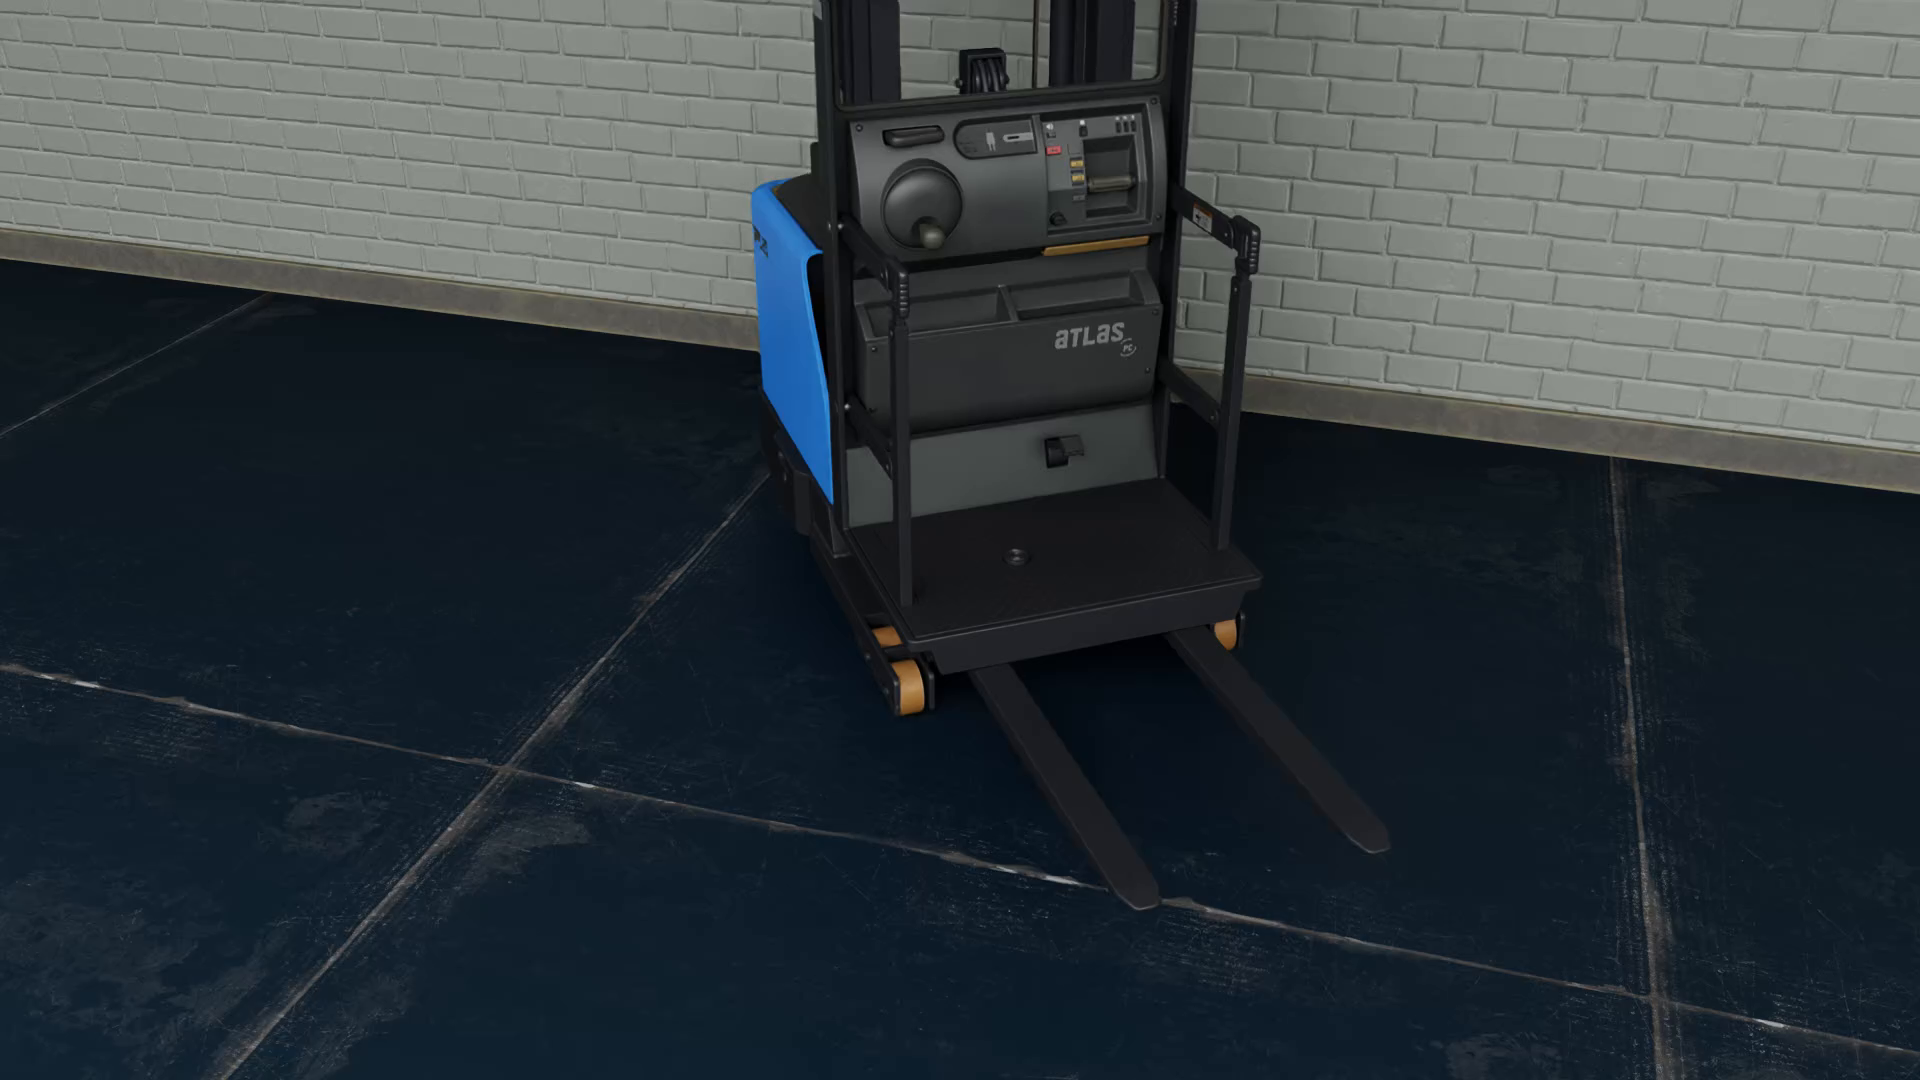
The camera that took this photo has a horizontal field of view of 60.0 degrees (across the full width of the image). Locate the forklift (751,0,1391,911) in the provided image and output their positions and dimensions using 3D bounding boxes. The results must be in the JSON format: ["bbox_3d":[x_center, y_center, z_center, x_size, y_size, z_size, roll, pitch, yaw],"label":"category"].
[{"bbox_3d":[0.220,-0.993,4.520,1.130,2.935,3.031,-10,30,-17],"label":"forklift"}]
